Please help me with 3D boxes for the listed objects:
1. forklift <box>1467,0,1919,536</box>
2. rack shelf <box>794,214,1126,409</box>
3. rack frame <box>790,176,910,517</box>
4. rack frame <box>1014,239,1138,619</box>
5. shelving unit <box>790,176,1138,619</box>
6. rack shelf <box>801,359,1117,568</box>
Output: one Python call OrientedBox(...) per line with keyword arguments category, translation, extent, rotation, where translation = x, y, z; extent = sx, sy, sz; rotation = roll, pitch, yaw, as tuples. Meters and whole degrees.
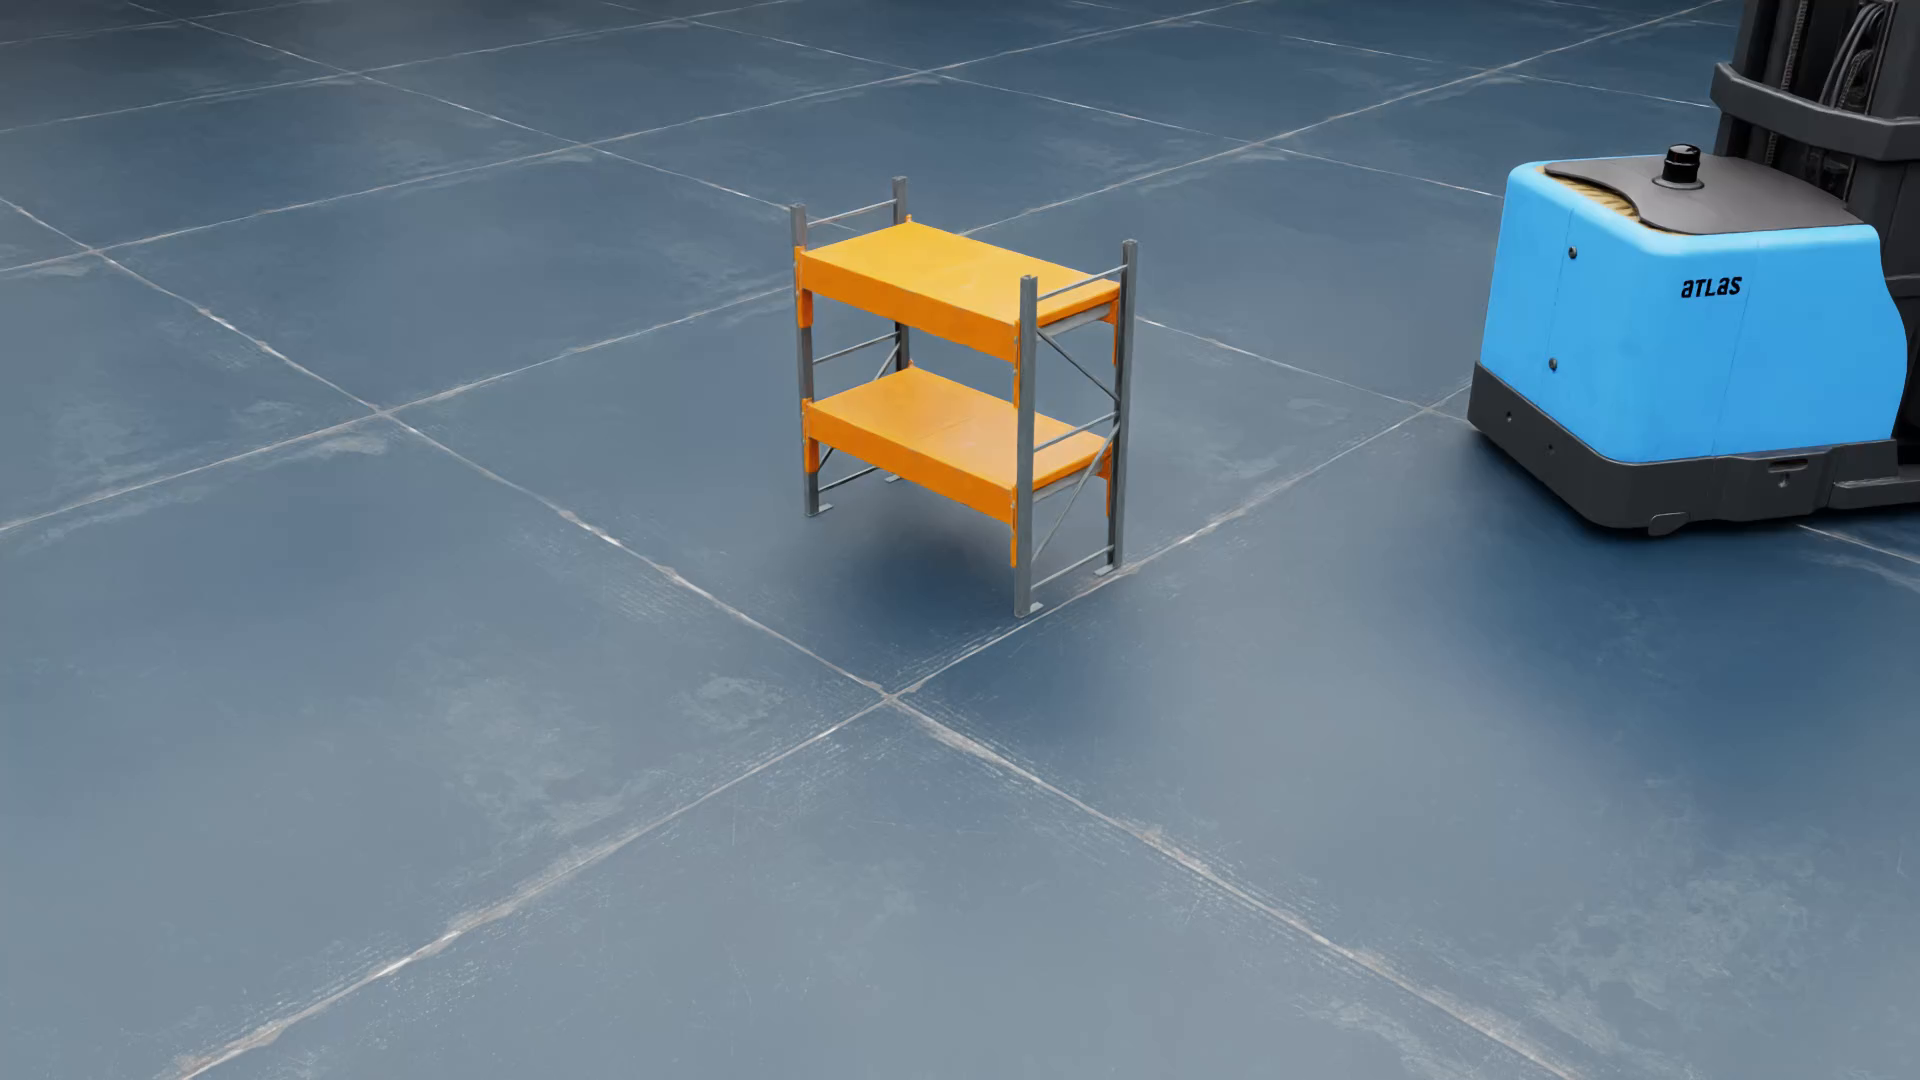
OrientedBox(category="forklift", translation=(3.552, -1.648, 5.734), extent=(3.031, 2.935, 1.130), rotation=(-6, 28, -11))
OrientedBox(category="rack shelf", translation=(-0.005, -0.759, 5.356), extent=(1.000, 0.278, 0.538), rotation=(25, 36, 38))
OrientedBox(category="rack frame", translation=(-0.367, -0.666, 5.808), extent=(0.032, 1.125, 0.500), rotation=(25, 36, 38))
OrientedBox(category="rack frame", translation=(0.358, -0.334, 5.177), extent=(0.032, 1.125, 0.500), rotation=(25, 36, 38))
OrientedBox(category="shelving unit", translation=(-0.005, -0.500, 5.492), extent=(1.048, 1.125, 0.538), rotation=(25, 36, 38))
OrientedBox(category="rack shelf", translation=(-0.005, -0.284, 5.606), extent=(1.000, 0.278, 0.538), rotation=(25, 36, 38))
